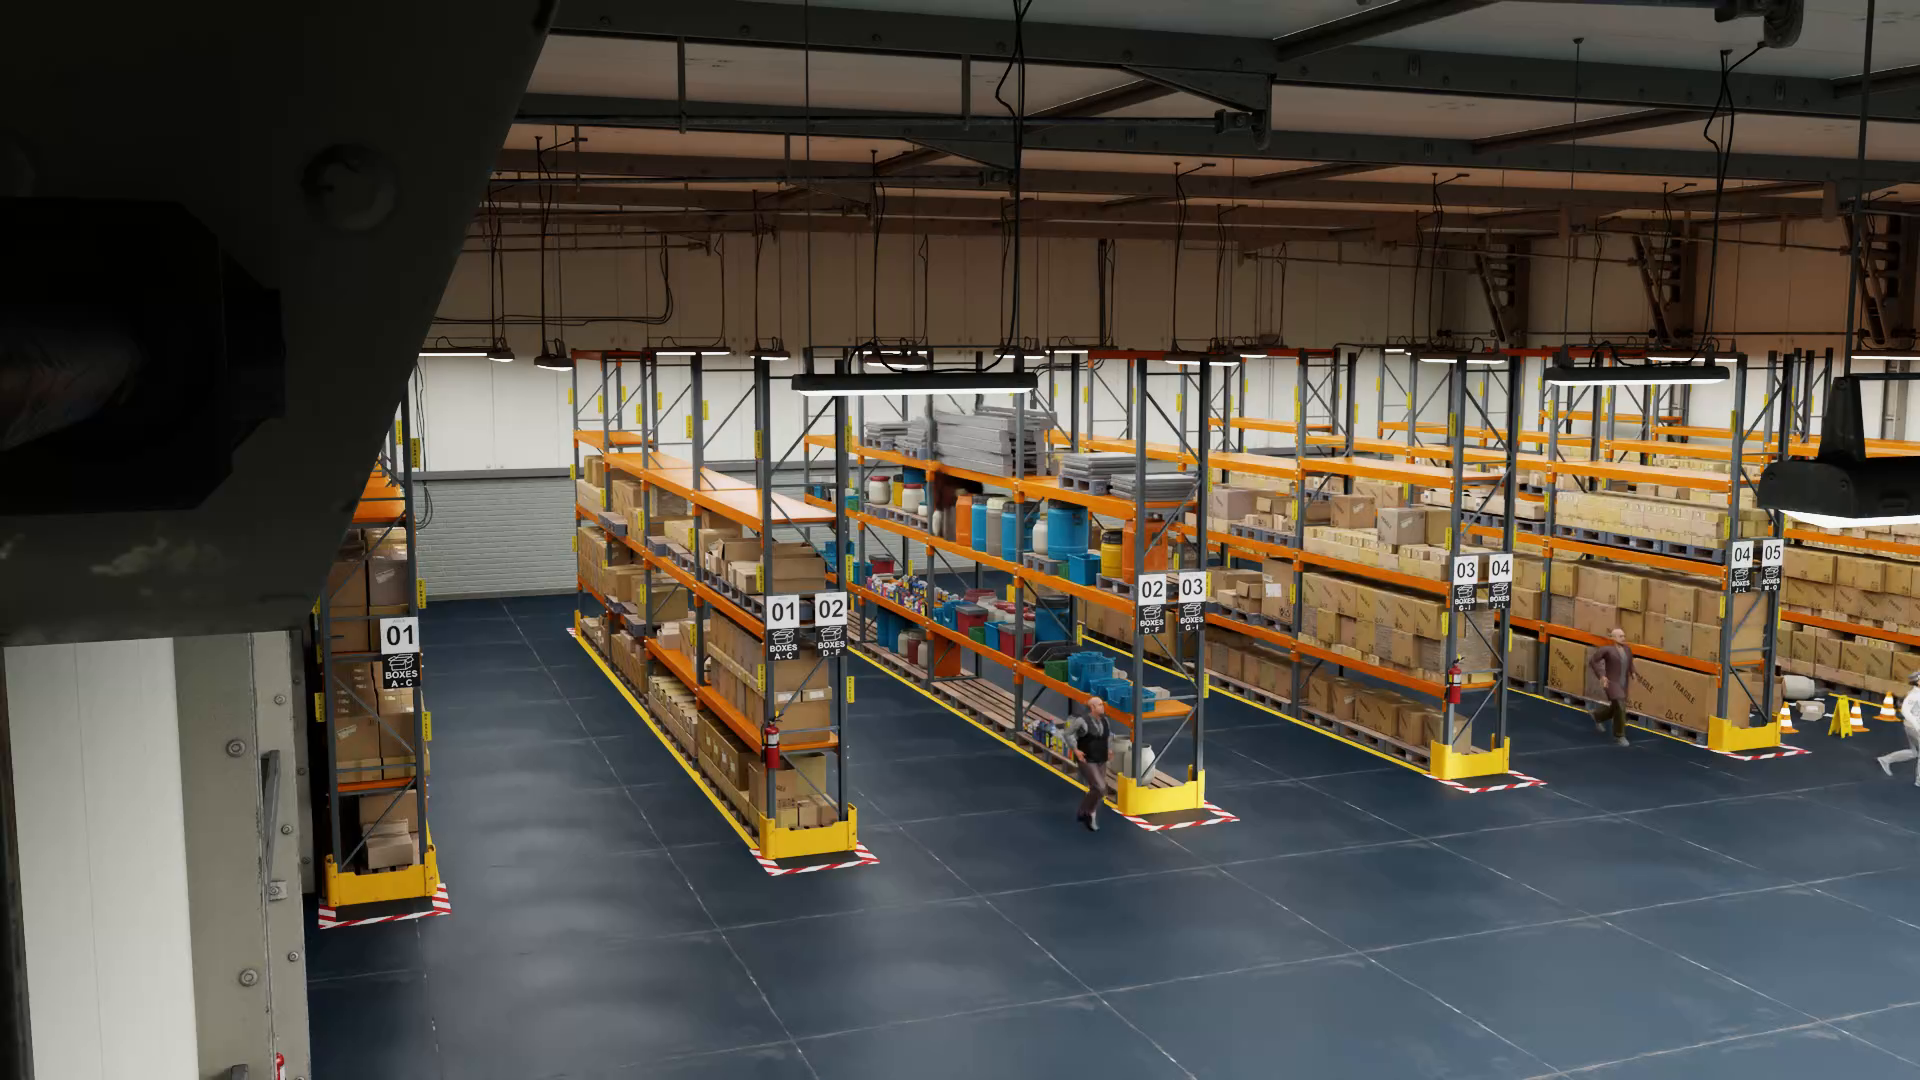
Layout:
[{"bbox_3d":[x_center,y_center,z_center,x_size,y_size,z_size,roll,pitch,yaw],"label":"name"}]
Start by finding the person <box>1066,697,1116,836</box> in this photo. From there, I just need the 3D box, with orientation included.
[{"bbox_3d":[1.734,2.861,21.227,0.666,1.735,0.694,-6,9,-39],"label":"person"}]

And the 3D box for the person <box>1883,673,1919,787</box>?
[{"bbox_3d":[13.373,2.631,23.266,0.635,1.667,0.642,5,8,33],"label":"person"}]

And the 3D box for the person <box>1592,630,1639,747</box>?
[{"bbox_3d":[10.174,2.267,25.858,0.721,1.784,0.889,-3,8,-24],"label":"person"}]
